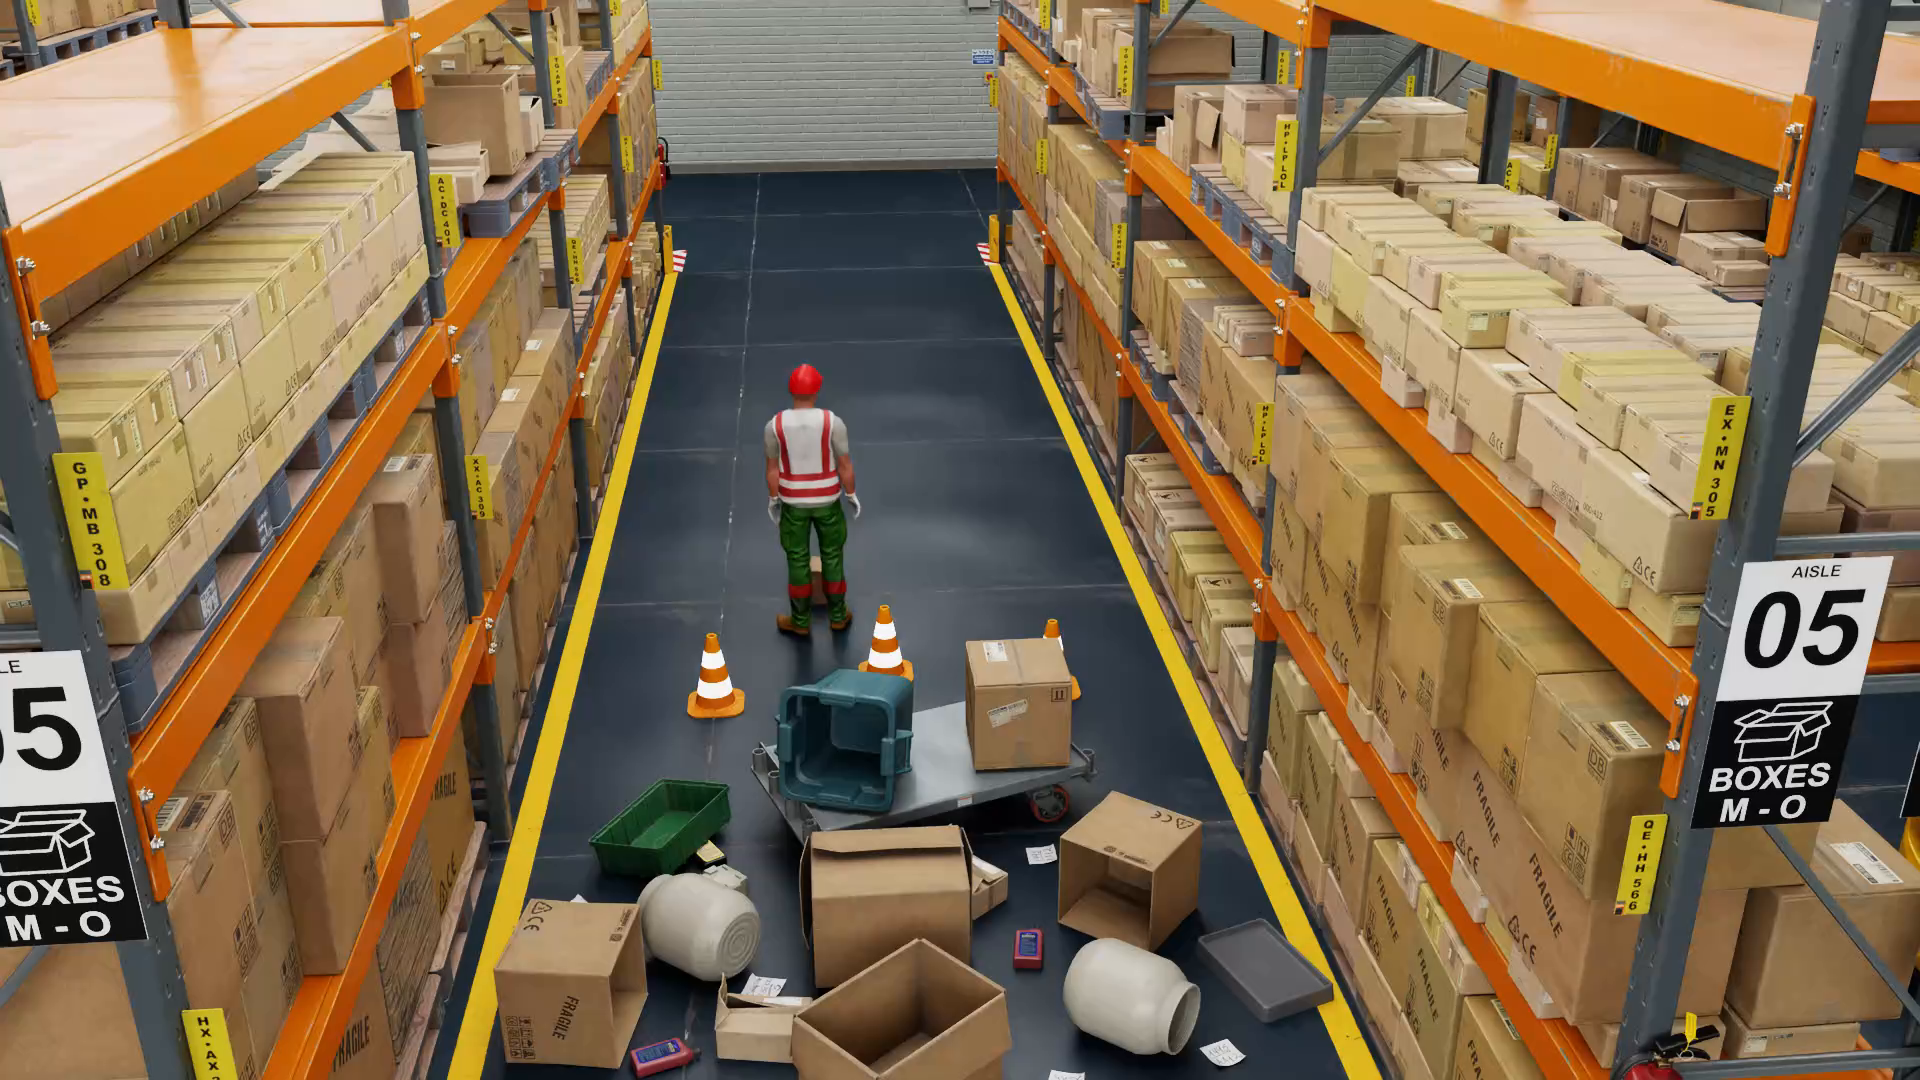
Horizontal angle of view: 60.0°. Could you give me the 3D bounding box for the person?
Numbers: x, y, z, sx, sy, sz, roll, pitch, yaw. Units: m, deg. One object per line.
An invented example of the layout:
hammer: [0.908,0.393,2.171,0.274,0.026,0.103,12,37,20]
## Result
person: [-0.936,-0.266,10.616,0.595,1.795,0.371,-2,24,-4]
